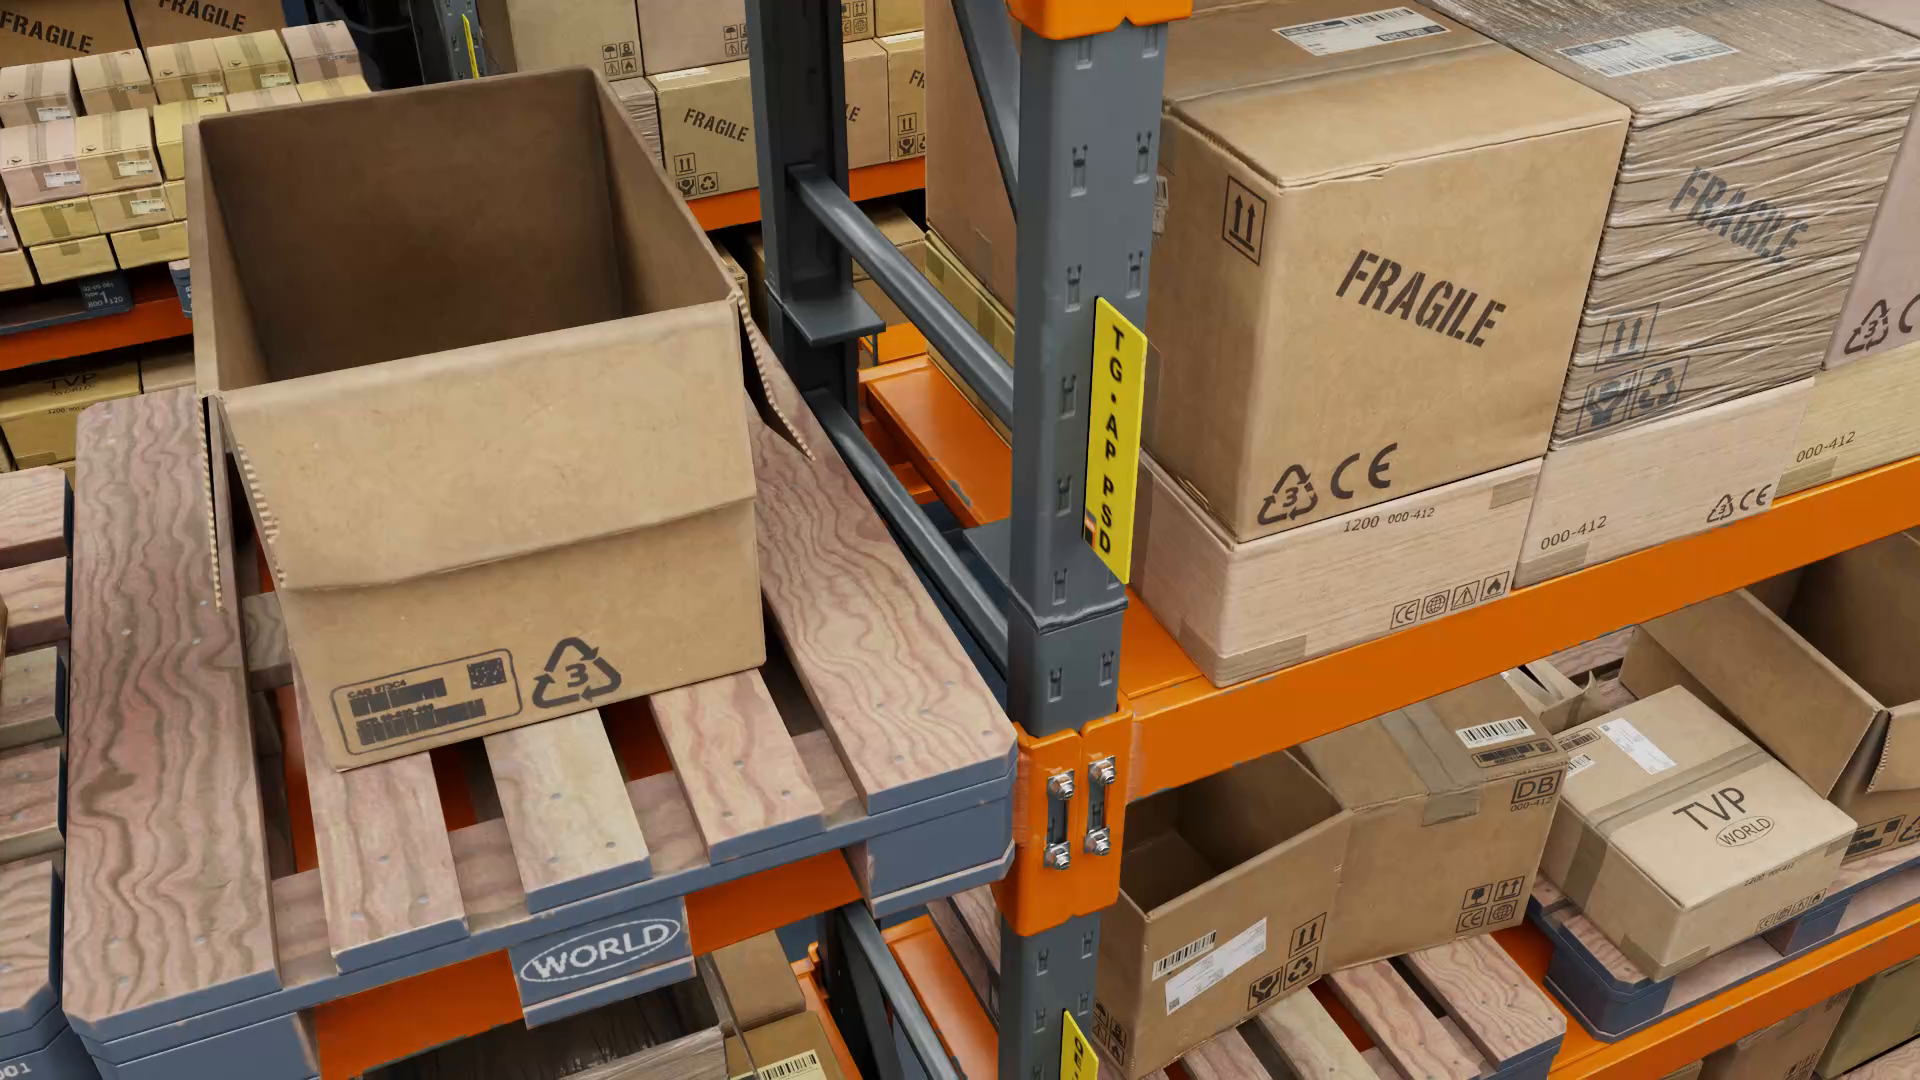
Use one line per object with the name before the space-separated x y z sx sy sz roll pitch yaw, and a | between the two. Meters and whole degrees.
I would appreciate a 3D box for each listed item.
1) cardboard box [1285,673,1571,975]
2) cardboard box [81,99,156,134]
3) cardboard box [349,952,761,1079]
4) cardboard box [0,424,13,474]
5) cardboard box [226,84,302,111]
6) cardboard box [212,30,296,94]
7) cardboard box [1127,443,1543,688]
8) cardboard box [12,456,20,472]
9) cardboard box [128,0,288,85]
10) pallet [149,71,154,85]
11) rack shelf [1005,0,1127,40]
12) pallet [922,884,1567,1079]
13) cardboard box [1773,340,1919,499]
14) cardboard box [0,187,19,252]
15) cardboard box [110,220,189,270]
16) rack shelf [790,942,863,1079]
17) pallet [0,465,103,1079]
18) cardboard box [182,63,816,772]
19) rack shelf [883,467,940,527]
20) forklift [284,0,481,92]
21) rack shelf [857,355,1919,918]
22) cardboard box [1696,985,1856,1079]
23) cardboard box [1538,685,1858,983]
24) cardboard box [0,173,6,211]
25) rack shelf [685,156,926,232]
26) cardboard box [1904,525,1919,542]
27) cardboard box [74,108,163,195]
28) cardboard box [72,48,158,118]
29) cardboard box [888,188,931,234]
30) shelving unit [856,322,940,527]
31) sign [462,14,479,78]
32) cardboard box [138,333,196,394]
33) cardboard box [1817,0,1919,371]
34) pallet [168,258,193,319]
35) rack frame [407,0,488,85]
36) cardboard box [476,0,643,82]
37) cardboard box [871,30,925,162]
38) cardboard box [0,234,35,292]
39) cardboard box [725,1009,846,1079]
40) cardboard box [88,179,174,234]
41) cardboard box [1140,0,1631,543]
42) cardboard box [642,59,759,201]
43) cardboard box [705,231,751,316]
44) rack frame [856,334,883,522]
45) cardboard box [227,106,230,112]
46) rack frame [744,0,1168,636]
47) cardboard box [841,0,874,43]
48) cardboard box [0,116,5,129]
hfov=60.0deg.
cardboard box | 0.877 0.475 3.655 0.500 0.500 0.700 -10 38 -13
cardboard box | -3.309 -1.633 6.542 0.250 0.149 0.380 -15 39 -20
cardboard box | -0.726 0.771 2.767 0.637 0.503 0.797 -14 39 -18
cardboard box | -3.969 -0.424 6.419 0.500 0.250 0.500 -14 39 -18
cardboard box | -2.551 -1.536 6.162 0.250 0.149 0.380 -16 39 -20
cardboard box | -2.816 -1.887 6.636 0.250 0.149 0.380 -17 40 -21
cardboard box | 0.476 -0.089 2.459 0.500 0.250 0.500 -15 39 -19
cardboard box | -3.966 -0.134 6.658 0.500 0.500 0.500 -15 39 -19
cardboard box | -4.929 -3.492 10.871 0.875 0.875 0.875 -16 39 -20
pallet | -5.014 -3.028 11.155 1.213 0.211 1.003 -16 39 -20
rack shelf | -1.868 -0.416 1.197 4.000 0.370 1.077 -16 39 -20
pallet | 0.542 0.877 3.711 1.003 0.211 1.213 -16 39 -20
cardboard box | 1.402 -0.354 2.817 0.500 0.250 0.500 -15 39 -19
cardboard box | -3.494 -1.152 5.894 0.250 0.149 0.380 -15 39 -19
cardboard box | -3.010 -1.169 6.167 0.250 0.149 0.380 -16 40 -21
rack shelf | -1.868 1.833 2.865 4.000 0.370 1.077 -16 39 -20
pallet | -1.629 0.385 1.854 1.213 0.211 1.003 -14 39 -18
cardboard box | -0.579 -0.184 2.023 0.637 0.503 0.797 -13 39 -17
rack shelf | -0.150 -0.226 6.994 0.480 0.148 0.258 -16 39 -20
forklift | -2.534 -3.040 8.889 3.031 2.935 1.130 -19 40 -23
rack shelf | 1.753 -0.384 3.336 4.000 0.370 1.077 -16 39 -20
cardboard box | 2.053 1.249 4.777 0.500 0.500 0.700 -19 41 -24
cardboard box | 1.558 0.629 3.657 0.500 0.250 0.500 -17 40 -21
cardboard box | -3.494 -1.272 5.806 0.250 0.149 0.380 -14 39 -18
rack shelf | -0.263 -1.880 7.871 4.000 0.370 1.077 -16 39 -20
cardboard box | 2.785 -0.259 4.225 1.000 1.000 1.000 -15 39 -20
cardboard box | -3.028 -1.400 5.978 0.250 0.149 0.380 -14 39 -19
cardboard box | -3.280 -1.761 6.465 0.250 0.149 0.380 -17 40 -22
cardboard box | 0.149 -1.493 8.280 0.750 0.750 1.050 -16 39 -20
shelving unit | -0.150 -0.440 6.836 0.503 1.200 0.258 -16 39 -20
sign | -1.834 -1.806 6.261 0.005 0.325 0.100 -16 39 -20
cardboard box | -3.034 -0.680 6.766 0.500 0.250 0.500 -15 39 -19
cardboard box | 1.390 -0.646 2.581 0.500 0.500 0.500 -17 40 -21
pallet | -2.673 -1.348 6.710 1.003 0.211 1.213 -16 39 -20
rack frame | -2.073 -1.663 6.974 0.127 3.000 1.000 -16 39 -20
cardboard box | -1.663 -2.213 6.792 0.500 0.500 0.700 -16 39 -20
cardboard box | -0.184 -2.053 7.417 0.500 0.500 0.500 -16 39 -20
cardboard box | -3.488 -1.036 5.987 0.250 0.149 0.380 -14 39 -19
cardboard box | -0.399 1.256 2.955 0.500 0.500 0.500 -14 39 -19
cardboard box | -3.032 -1.280 6.066 0.250 0.149 0.380 -16 39 -20
cardboard box | 0.477 -0.388 2.234 0.500 0.500 0.500 -15 39 -20
cardboard box | -1.093 -1.801 7.077 0.500 0.500 0.500 -16 39 -20
cardboard box | -1.484 -1.033 7.661 0.750 0.750 1.050 -16 40 -21
rack frame | -0.371 -0.378 6.753 0.015 1.200 0.240 -16 39 -20
cardboard box | -2.841 -1.766 6.722 0.250 0.149 0.380 -14 39 -18
rack frame | -0.057 -1.372 1.546 0.127 3.000 1.000 -16 39 -20
cardboard box | -0.742 -2.473 7.142 0.500 0.500 0.700 -16 40 -21
cardboard box | -3.763 -1.623 6.280 0.250 0.149 0.380 -14 39 -19
